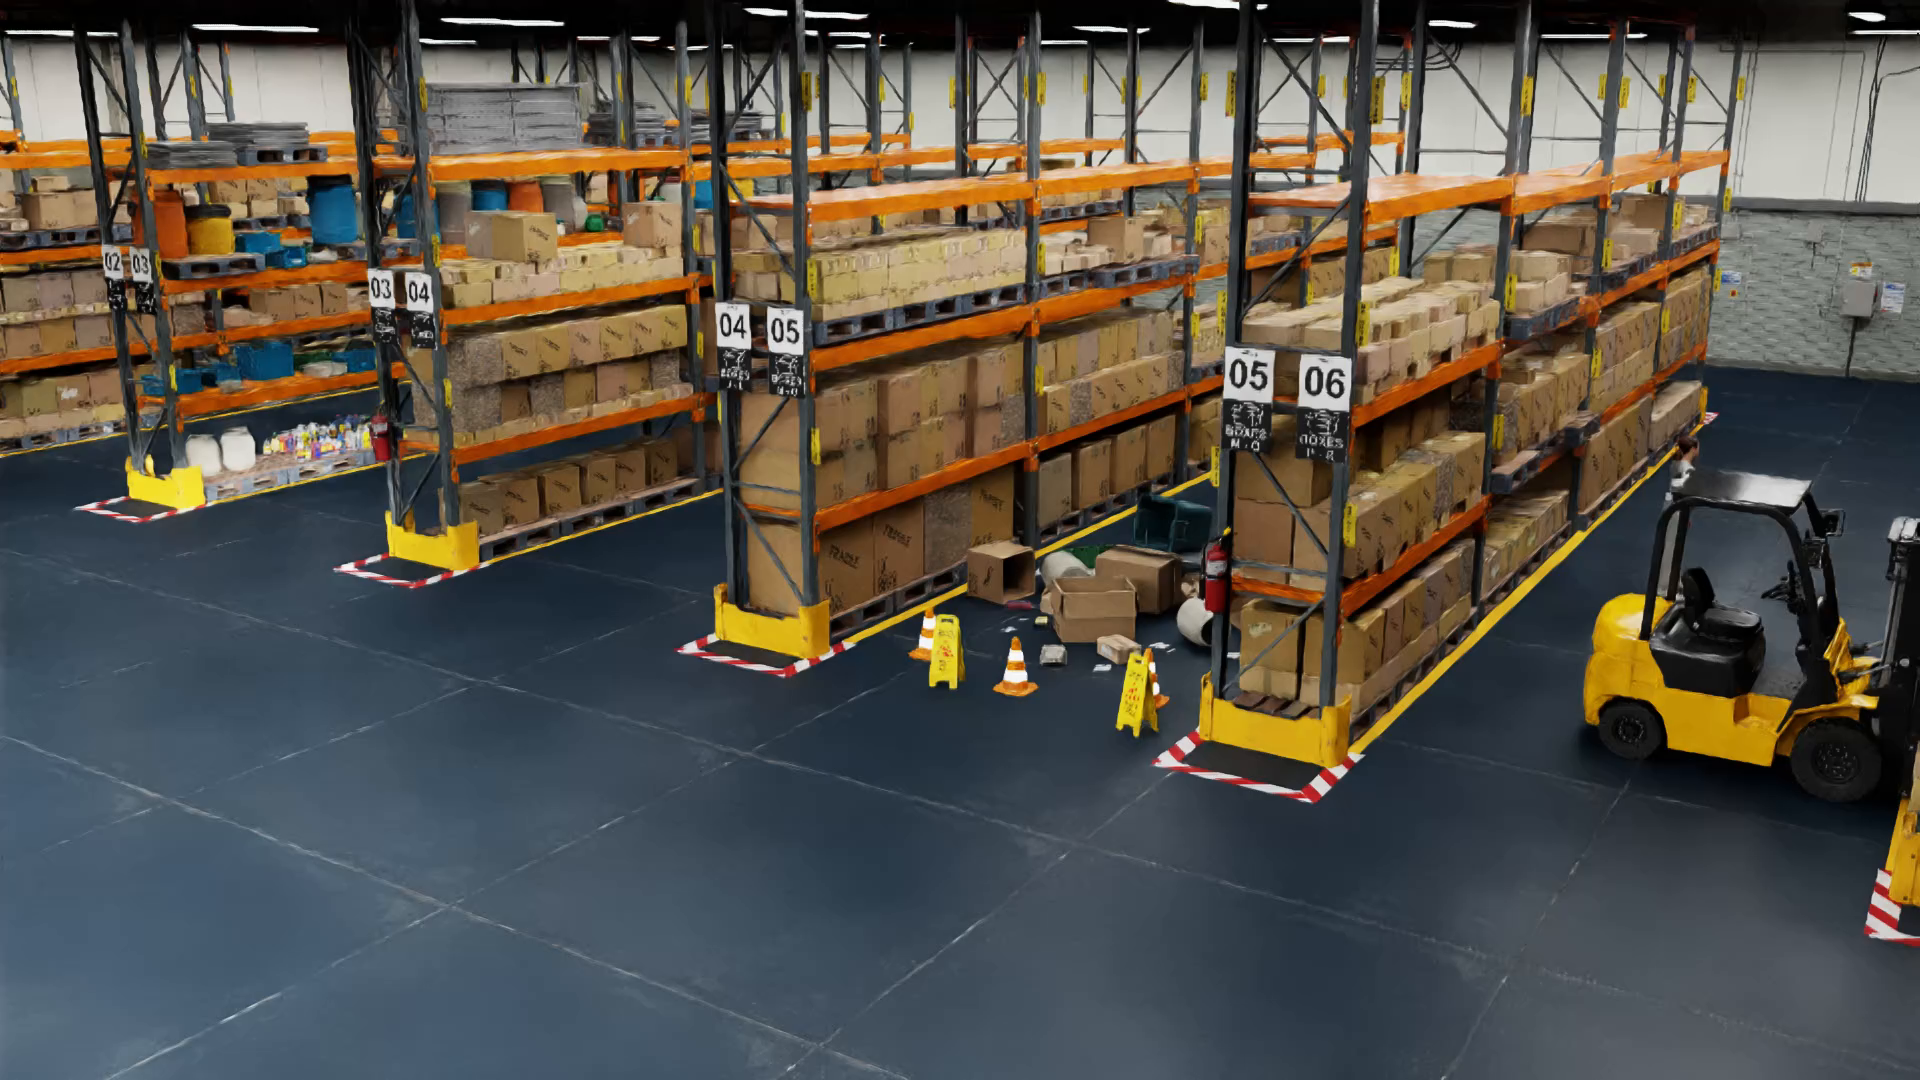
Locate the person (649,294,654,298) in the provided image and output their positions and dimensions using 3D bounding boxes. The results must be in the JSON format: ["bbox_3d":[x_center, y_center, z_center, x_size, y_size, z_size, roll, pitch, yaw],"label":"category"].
[{"bbox_3d":[-7.637,-6.461,39.249,0.577,1.691,1.121,11,19,34],"label":"person"}]

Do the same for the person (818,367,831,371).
[{"bbox_3d":[-1.695,-1.568,21.615,0.676,1.719,0.842,4,16,16],"label":"person"}]

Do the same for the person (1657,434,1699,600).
[{"bbox_3d":[7.388,-0.259,16.969,0.454,1.679,0.538,2,16,7],"label":"person"}]

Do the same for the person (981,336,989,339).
[{"bbox_3d":[0.373,-2.242,24.383,0.419,1.513,1.037,9,18,30],"label":"person"}]
